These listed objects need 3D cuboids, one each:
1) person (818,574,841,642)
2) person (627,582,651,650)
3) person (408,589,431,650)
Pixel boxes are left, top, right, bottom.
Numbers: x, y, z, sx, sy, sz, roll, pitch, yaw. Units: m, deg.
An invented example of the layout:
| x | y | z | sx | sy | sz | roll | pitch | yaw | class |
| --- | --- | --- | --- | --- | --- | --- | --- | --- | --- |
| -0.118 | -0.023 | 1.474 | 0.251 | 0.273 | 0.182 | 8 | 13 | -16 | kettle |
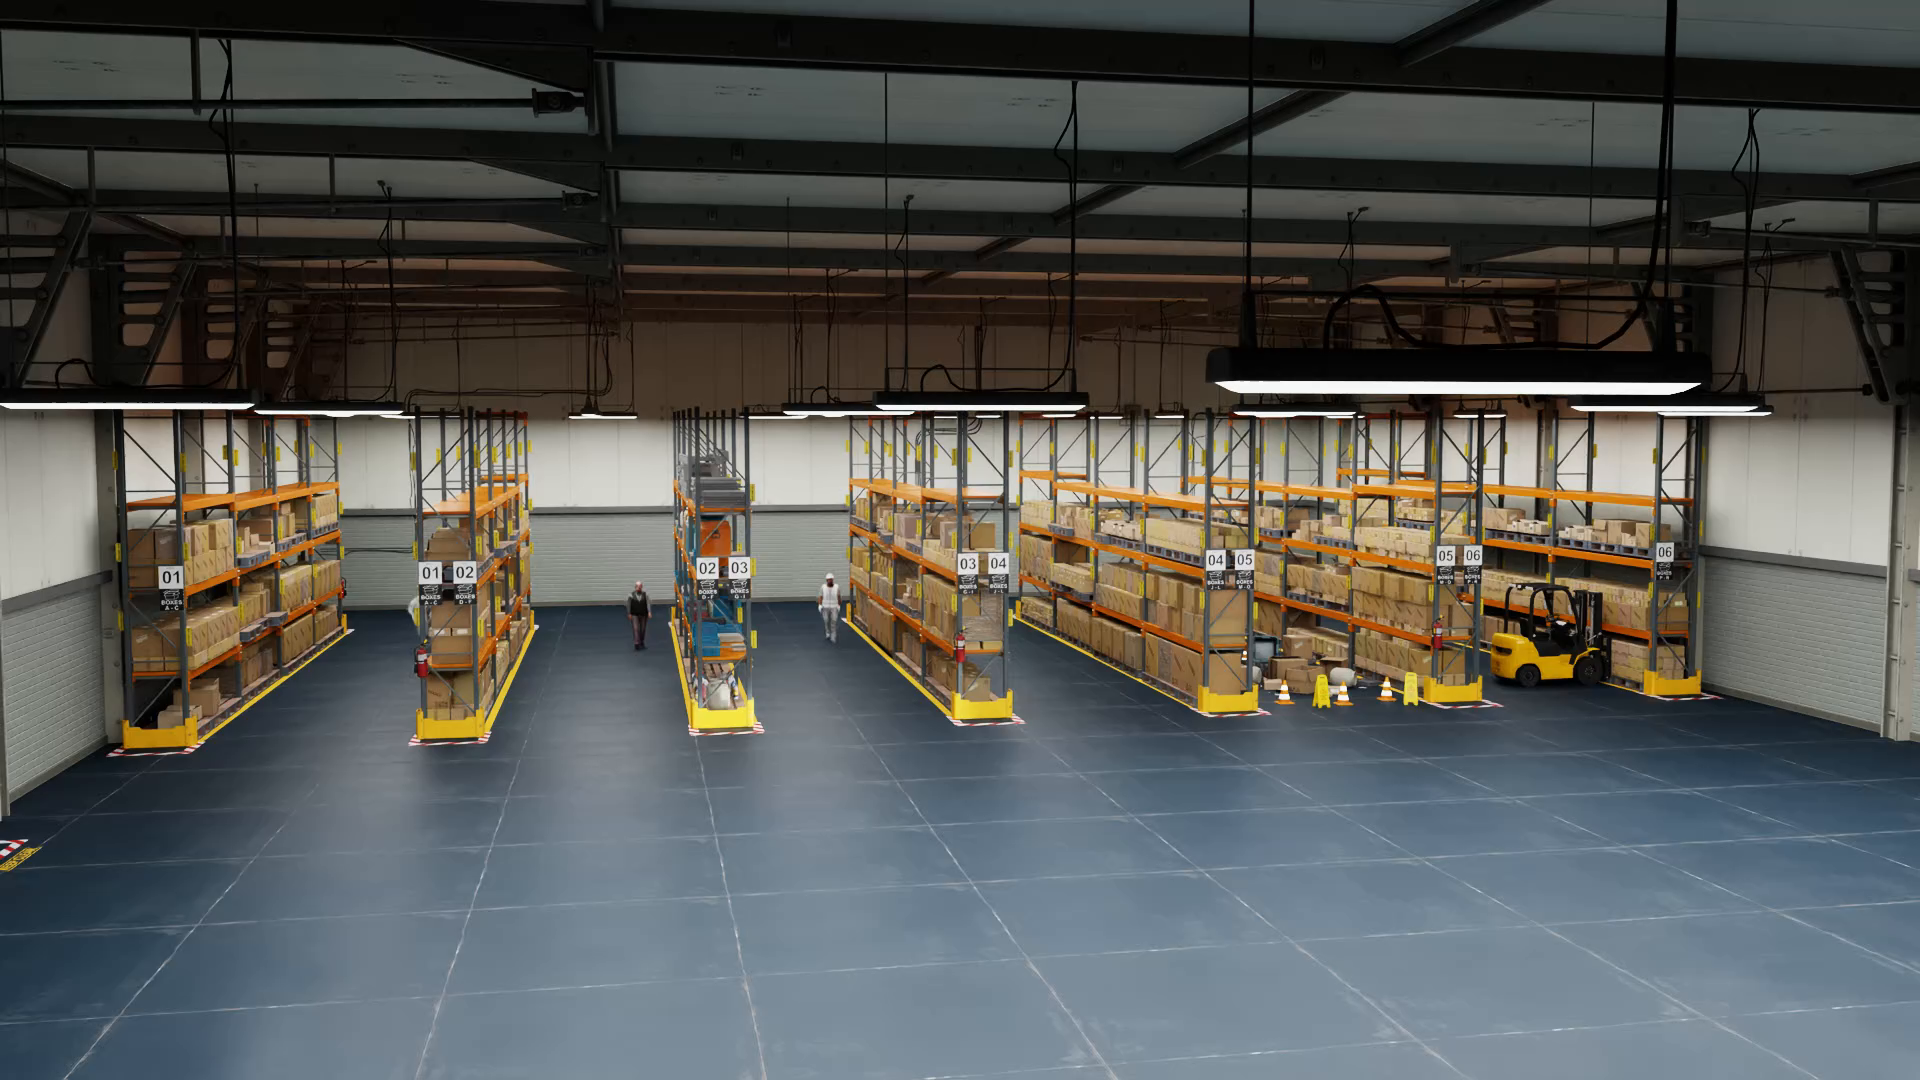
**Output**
| x | y | z | sx | sy | sz | roll | pitch | yaw | class |
| --- | --- | --- | --- | --- | --- | --- | --- | --- | --- |
| -3.404 | 1.748 | 43.409 | 0.576 | 1.720 | 1.043 | 0 | 4 | -2 | person |
| -8.089 | 1.897 | 41.905 | 0.601 | 1.667 | 1.068 | -1 | 4 | -14 | person |
| -13.441 | 1.977 | 41.525 | 0.571 | 1.600 | 0.701 | 0 | 4 | -2 | person |
